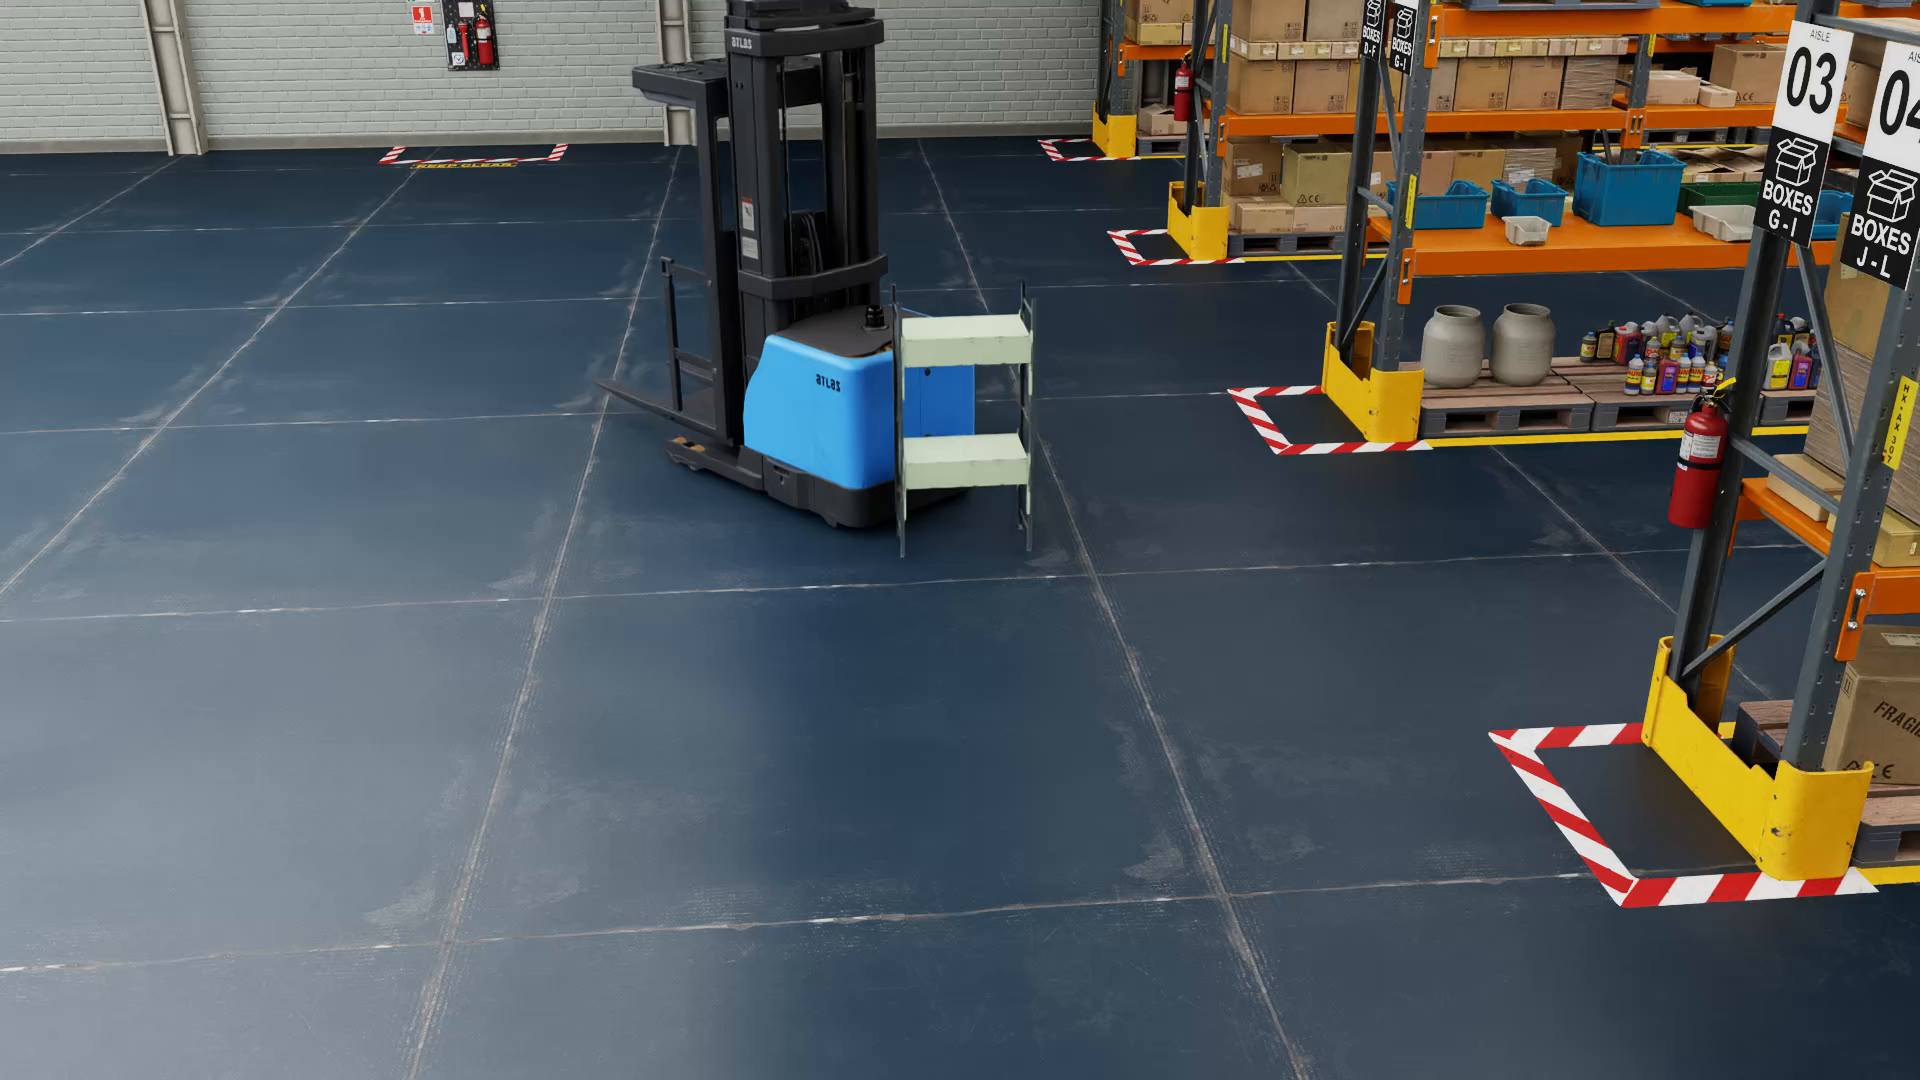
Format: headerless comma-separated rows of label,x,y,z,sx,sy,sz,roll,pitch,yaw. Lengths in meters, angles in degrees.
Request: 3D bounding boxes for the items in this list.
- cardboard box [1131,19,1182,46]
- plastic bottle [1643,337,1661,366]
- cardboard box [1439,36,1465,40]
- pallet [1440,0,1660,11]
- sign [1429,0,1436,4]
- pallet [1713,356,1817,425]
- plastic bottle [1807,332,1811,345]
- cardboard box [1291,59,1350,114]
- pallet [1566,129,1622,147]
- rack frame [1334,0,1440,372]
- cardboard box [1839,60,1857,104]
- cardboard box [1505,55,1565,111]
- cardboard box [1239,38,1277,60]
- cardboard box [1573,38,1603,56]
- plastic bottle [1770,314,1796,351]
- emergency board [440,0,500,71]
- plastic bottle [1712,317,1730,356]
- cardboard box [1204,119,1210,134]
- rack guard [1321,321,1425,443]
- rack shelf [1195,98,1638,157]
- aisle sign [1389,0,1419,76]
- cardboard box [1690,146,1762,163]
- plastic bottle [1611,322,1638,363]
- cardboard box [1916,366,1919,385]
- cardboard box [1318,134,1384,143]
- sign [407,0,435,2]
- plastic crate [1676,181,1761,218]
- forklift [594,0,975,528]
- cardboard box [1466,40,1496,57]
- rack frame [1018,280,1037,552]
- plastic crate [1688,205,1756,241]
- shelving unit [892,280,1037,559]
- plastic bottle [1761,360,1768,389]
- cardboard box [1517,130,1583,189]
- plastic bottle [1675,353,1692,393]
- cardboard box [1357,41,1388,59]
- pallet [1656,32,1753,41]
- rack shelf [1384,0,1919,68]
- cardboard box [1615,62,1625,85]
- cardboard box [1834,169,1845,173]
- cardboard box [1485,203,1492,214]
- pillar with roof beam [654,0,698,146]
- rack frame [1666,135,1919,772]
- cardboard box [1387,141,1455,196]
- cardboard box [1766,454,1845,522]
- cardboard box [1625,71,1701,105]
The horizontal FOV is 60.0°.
cardboard box,2.351,-6.078,19.892,0.500,0.250,0.500,-3,24,-7
plastic bottle,5.015,-1.370,12.043,0.097,0.201,0.097,0,24,0
cardboard box,4.366,-4.962,15.501,0.500,0.500,0.700,-2,24,-5
pallet,3.641,-3.520,10.516,1.213,0.211,1.003,-2,24,-5
sign,2.858,-3.395,9.990,0.005,0.325,0.100,-2,24,-5
pallet,6.116,-1.118,12.005,1.213,0.211,1.003,-2,24,-5
plastic bottle,6.226,-1.481,12.292,0.097,0.201,0.097,0,24,0
cardboard box,3.313,-4.327,15.668,0.500,0.500,0.700,-2,24,-4
pallet,7.806,-5.214,21.220,1.213,0.211,1.003,-2,24,-5
rack frame,2.808,-2.242,11.102,0.127,3.000,1.000,-2,24,-5
cardboard box,8.618,-4.536,16.139,0.500,0.500,0.500,-4,24,-8
cardboard box,5.340,-4.406,15.847,0.500,0.500,0.700,-3,24,-6
cardboard box,2.736,-4.515,15.294,0.250,0.149,0.380,-2,24,-6
cardboard box,5.810,-4.640,15.574,0.250,0.149,0.380,-3,24,-6
plastic bottle,5.959,-1.470,12.083,0.185,0.351,0.144,-2,24,-5
emergency board,-5.988,-6.302,20.234,0.643,1.169,0.194,-2,24,-5
plastic bottle,5.588,-1.500,12.234,0.133,0.283,0.061,-1,24,-3
cardboard box,3.099,-5.233,20.599,0.500,0.311,0.500,0,24,-1
rack guard,2.879,-1.122,11.659,0.348,0.500,1.175,-2,24,-5
rack shelf,4.315,-3.996,15.932,4.000,0.370,1.077,-2,24,-5
aisle sign,2.765,-3.309,10.301,0.004,0.787,0.394,-2,24,-5
cardboard box,7.694,-3.770,16.717,0.500,0.311,0.500,-2,24,-5
plastic bottle,4.846,-1.448,12.127,0.135,0.276,0.152,-2,24,-5
cardboard box,3.869,-0.791,6.115,0.500,0.500,0.500,-2,24,-5
cardboard box,3.823,-3.710,16.349,0.500,0.500,0.500,-2,24,-5
sign,-6.543,-6.576,20.156,0.331,0.109,0.001,-2,24,-5
plastic crate,5.410,-2.365,11.639,0.662,0.188,0.450,-2,24,-5
forklift,-1.286,-1.915,10.451,1.130,2.935,3.031,-22,32,-40
cardboard box,4.792,-4.599,15.482,0.250,0.149,0.380,-2,24,-4
rack frame,0.380,-0.696,9.468,0.023,1.500,0.400,-3,24,-6
plastic crate,5.198,-2.114,11.138,0.437,0.136,0.530,-2,24,-5
shelving unit,0.017,-0.678,9.429,0.755,1.500,0.431,-3,24,-6
plastic bottle,5.501,-1.191,11.548,0.135,0.276,0.152,-2,24,-4
cardboard box,5.813,-3.790,16.530,0.500,0.500,0.500,-2,24,-5
plastic bottle,4.984,-1.157,11.477,0.097,0.271,0.097,0,24,0
cardboard box,3.764,-4.557,15.388,0.250,0.149,0.380,-3,24,-7
pallet,9.097,-6.407,20.708,1.003,0.211,1.213,-2,24,-5
rack shelf,4.798,-3.364,10.818,4.000,0.370,1.077,-2,24,-5
cardboard box,7.999,-5.898,20.939,0.500,0.250,0.500,-2,24,-5
cardboard box,8.271,-3.574,16.275,0.500,0.311,0.500,-2,24,-4
cardboard box,4.871,-3.191,16.104,0.500,0.250,0.500,-2,24,-5
pillar with roof beam,-3.102,-7.386,15.288,0.400,9.000,9.100,-2,24,-5
rack frame,3.295,-0.240,6.598,0.127,3.000,1.000,-2,24,-5
cardboard box,4.373,-3.513,15.906,0.500,0.500,0.500,-2,24,-5
cardboard box,3.558,-0.220,6.862,0.250,0.149,0.380,-2,24,-5
cardboard box,6.791,-4.373,16.080,0.500,0.250,0.500,-1,24,-2
